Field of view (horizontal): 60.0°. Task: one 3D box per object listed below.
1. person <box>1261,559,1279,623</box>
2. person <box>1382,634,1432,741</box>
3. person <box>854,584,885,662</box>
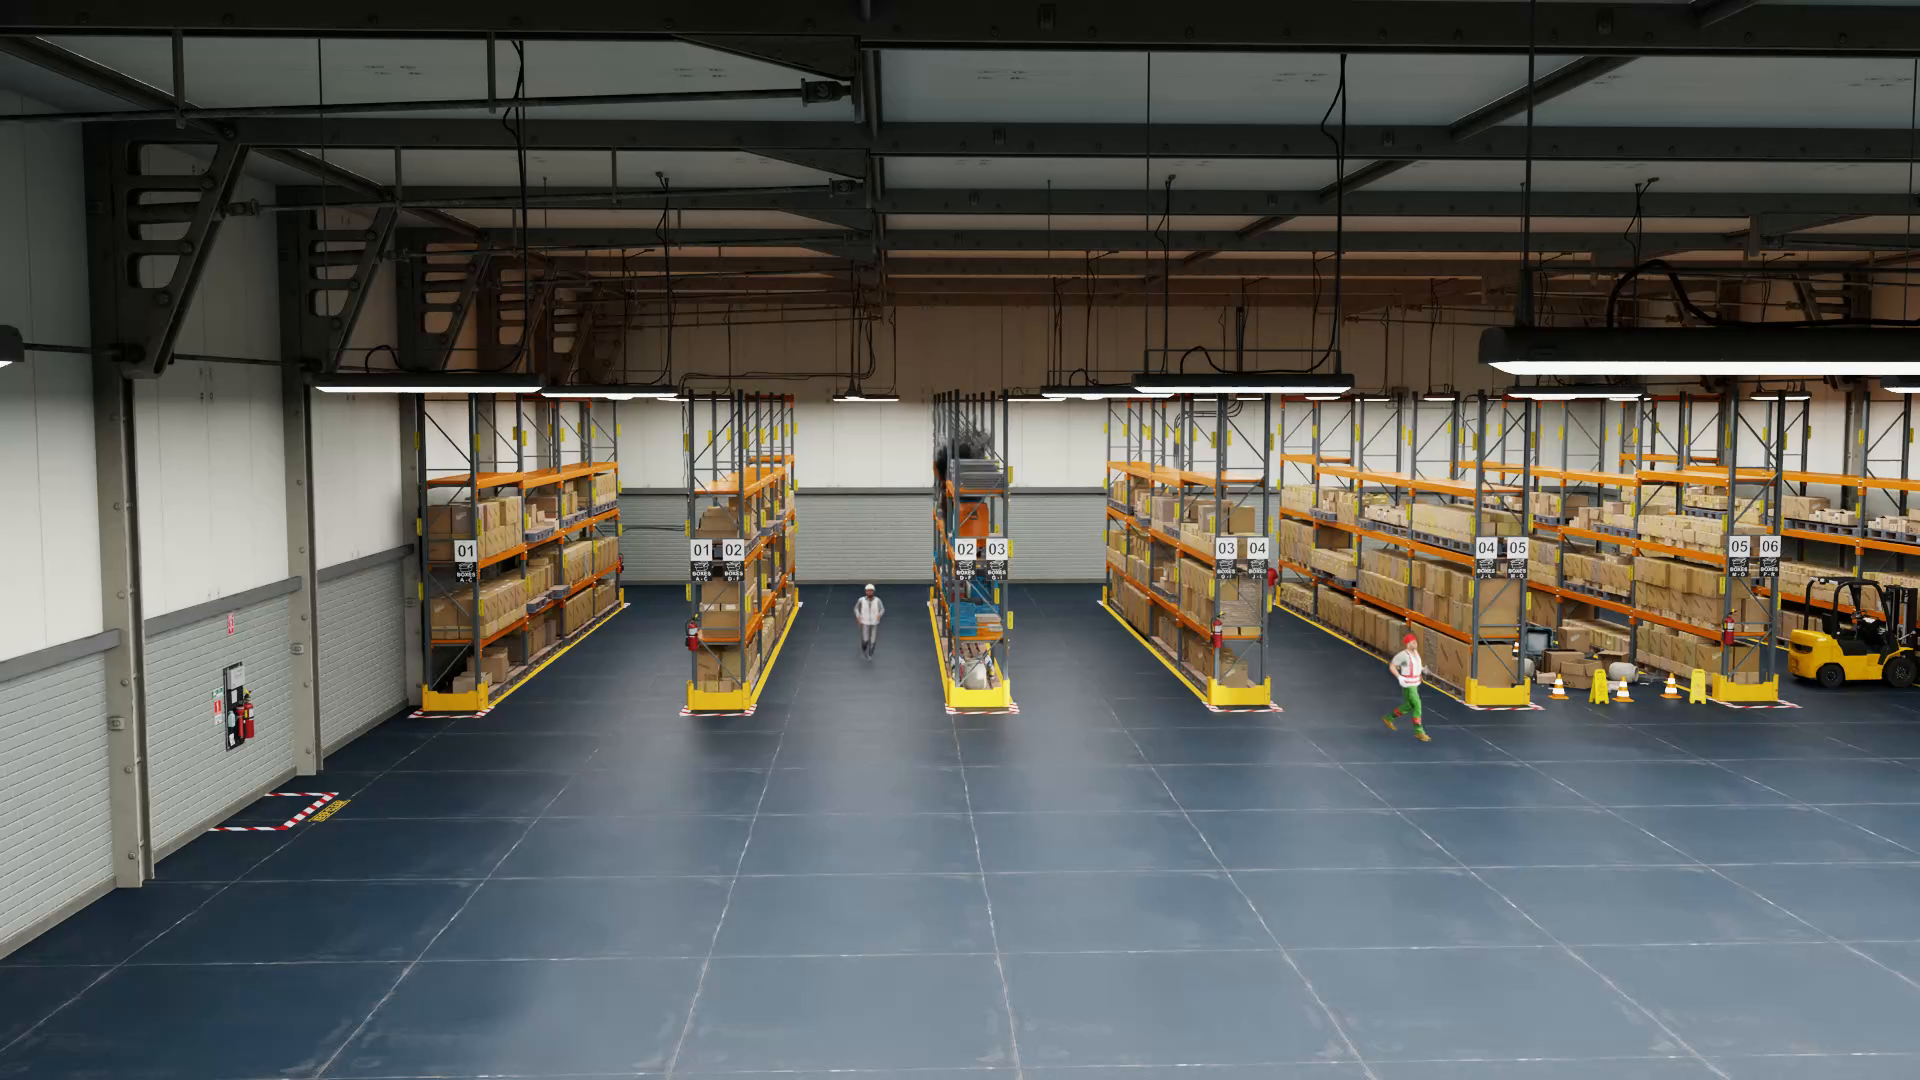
[{"bbox_3d":[8.005,1.337,43.394,0.660,1.687,0.607,0,5,1],"label":"person"},{"bbox_3d":[7.700,2.502,28.543,0.923,1.796,0.638,4,6,41],"label":"person"},{"bbox_3d":[-1.987,1.846,36.832,0.667,1.739,0.601,-1,5,-10],"label":"person"}]
